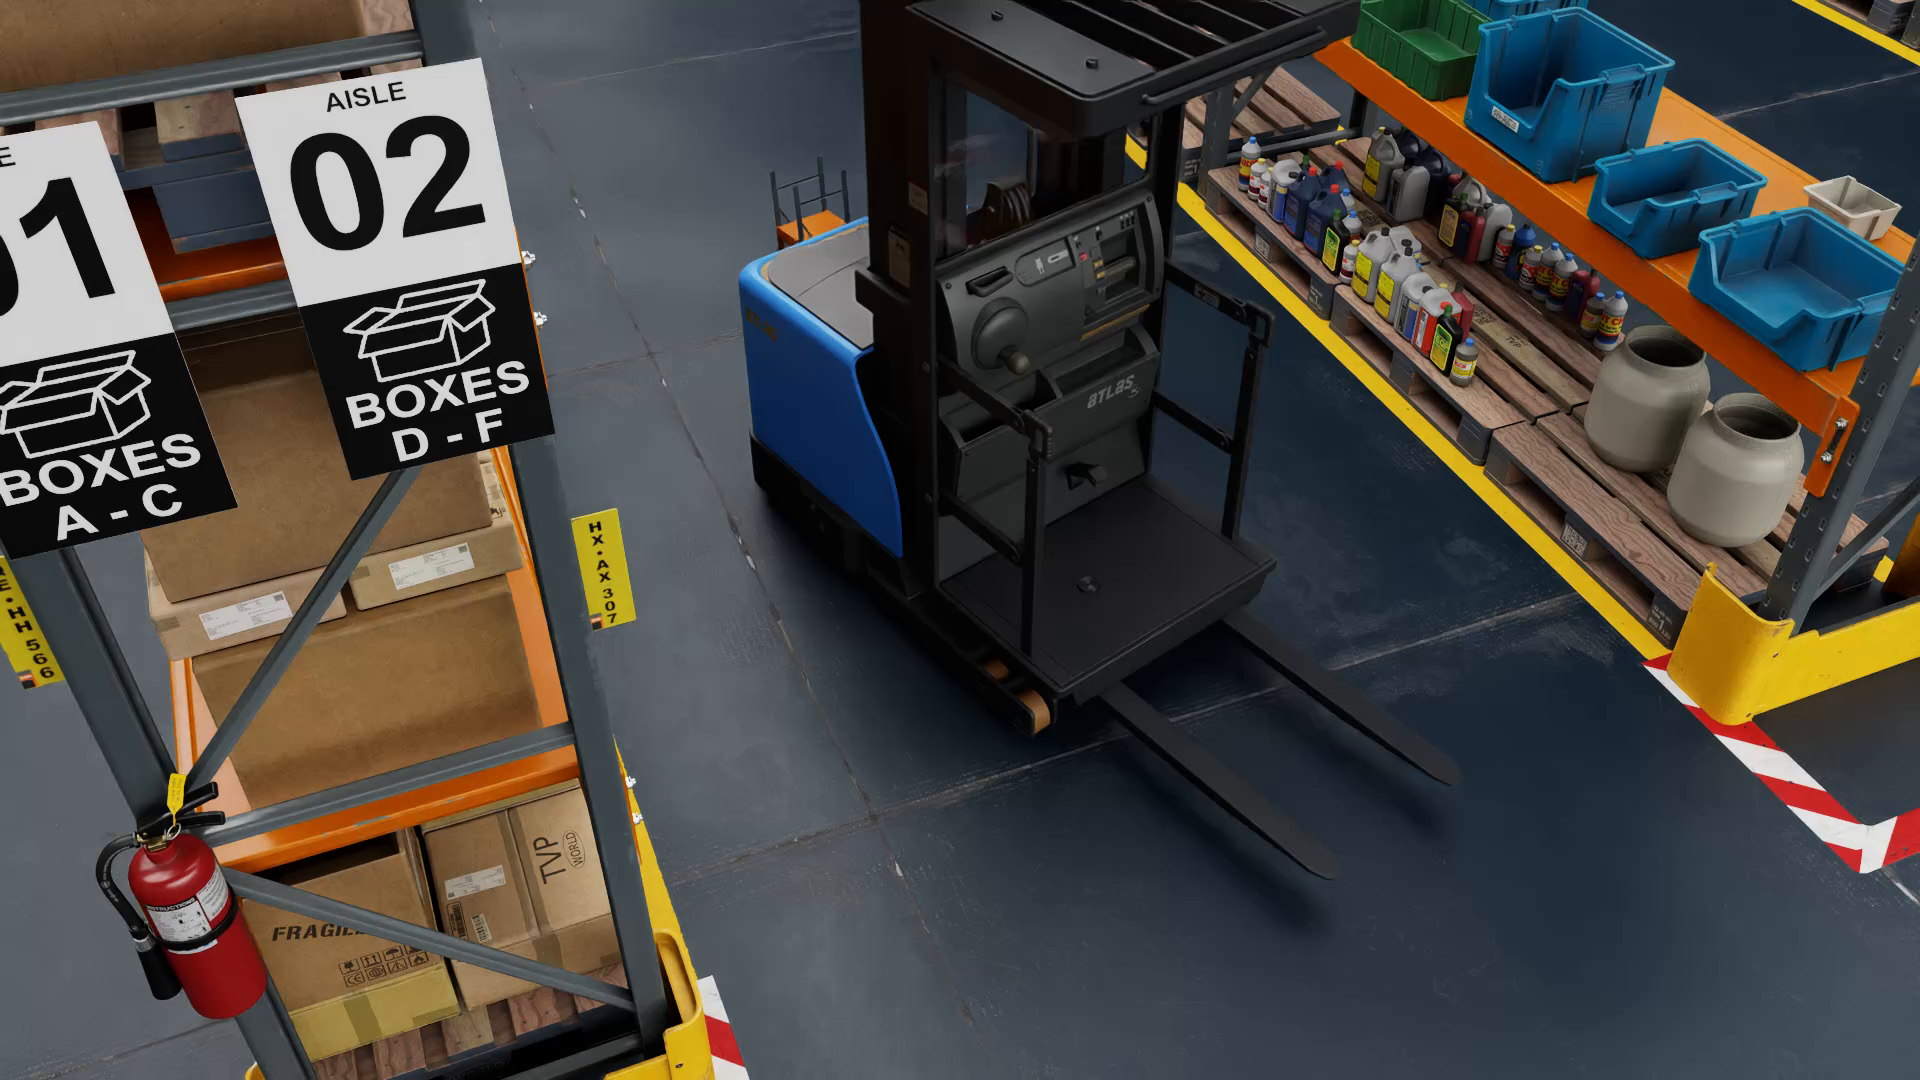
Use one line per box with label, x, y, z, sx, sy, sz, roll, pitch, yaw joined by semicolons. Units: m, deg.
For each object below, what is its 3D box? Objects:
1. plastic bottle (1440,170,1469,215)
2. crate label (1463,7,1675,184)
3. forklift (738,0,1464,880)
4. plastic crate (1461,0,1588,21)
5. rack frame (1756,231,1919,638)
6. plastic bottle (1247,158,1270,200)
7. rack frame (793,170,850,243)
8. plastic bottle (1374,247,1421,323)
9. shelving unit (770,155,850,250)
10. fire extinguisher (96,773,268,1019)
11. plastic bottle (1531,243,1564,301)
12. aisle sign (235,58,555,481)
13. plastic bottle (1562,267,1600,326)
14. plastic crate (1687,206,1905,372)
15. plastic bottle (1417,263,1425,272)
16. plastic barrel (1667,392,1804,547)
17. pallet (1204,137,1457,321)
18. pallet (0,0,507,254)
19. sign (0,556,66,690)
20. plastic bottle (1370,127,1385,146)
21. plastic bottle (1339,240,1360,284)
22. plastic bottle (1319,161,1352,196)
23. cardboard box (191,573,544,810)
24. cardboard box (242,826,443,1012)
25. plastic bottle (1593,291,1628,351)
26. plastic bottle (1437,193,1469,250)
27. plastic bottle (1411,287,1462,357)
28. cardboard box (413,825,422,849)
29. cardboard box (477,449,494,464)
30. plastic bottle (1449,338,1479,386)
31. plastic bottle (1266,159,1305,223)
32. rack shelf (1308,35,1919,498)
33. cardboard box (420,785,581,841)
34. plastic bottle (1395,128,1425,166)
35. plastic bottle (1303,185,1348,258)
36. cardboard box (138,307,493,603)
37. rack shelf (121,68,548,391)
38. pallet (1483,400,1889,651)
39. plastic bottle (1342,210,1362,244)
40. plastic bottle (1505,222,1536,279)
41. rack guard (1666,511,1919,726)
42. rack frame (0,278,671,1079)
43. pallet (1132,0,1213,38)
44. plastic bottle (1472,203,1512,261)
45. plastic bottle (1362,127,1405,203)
plastic bottle;2.440;-1.699;8.172;0.061;0.283;0.133;-12;42;-14
crate label;2.329;-1.727;6.431;0.502;0.435;0.616;-15;43;-17
forklift;0.456;-0.787;5.418;1.130;2.935;3.031;-28;48;-29
plastic crate;2.427;-2.427;7.385;0.499;0.251;0.616;-15;43;-17
rack frame;3.283;-0.672;5.231;1.000;3.000;0.127;-15;43;-17
plastic bottle;1.509;-1.825;8.381;0.097;0.201;0.097;0;41;0
rack frame;-0.526;-0.945;6.908;0.240;1.200;0.006;-25;42;-26
plastic bottle;1.984;-1.173;7.507;0.144;0.351;0.185;-13;42;-15
shelving unit;-0.578;-0.988;6.970;0.258;1.200;0.189;-25;42;-26
fire extinguisher;-1.679;0.778;3.605;0.296;0.674;0.183;-15;43;-17
plastic bottle;2.708;-1.241;7.648;0.097;0.271;0.097;0;41;0
aisle sign;-0.986;-0.461;2.992;0.394;0.787;0.004;-15;43;-17
plastic bottle;2.808;-1.120;7.498;0.061;0.283;0.133;-14;43;-16
plastic crate;2.815;-0.843;5.544;0.499;0.251;0.616;-15;43;-17
plastic bottle;2.079;-1.173;7.622;0.097;0.201;0.097;0;41;0
plastic barrel;2.961;-0.266;6.344;0.421;0.512;0.421;0;41;0
pallet;1.971;-1.610;8.460;1.003;0.211;1.213;-15;43;-17
pallet;-1.541;-0.975;3.351;1.003;0.211;1.213;-15;43;-17
sign;-1.801;0.159;3.194;0.100;0.325;0.005;-15;43;-17
plastic bottle;2.179;-2.047;8.639;0.097;0.201;0.097;0;41;0
plastic bottle;1.837;-1.308;7.779;0.097;0.201;0.097;0;41;0
plastic bottle;1.811;-1.691;8.110;0.144;0.351;0.185;-15;43;-17
cardboard box;-1.461;0.239;4.095;0.700;0.500;0.500;-15;43;-17
cardboard box;-1.775;0.911;4.601;0.500;0.500;0.500;-15;43;-17
plastic bottle;2.877;-0.975;7.338;0.097;0.271;0.097;0;41;0
plastic bottle;2.378;-1.552;8.000;0.061;0.283;0.133;-15;43;-17
plastic bottle;2.104;-0.962;7.320;0.152;0.276;0.135;-15;43;-17
cardboard box;-1.975;0.897;5.193;0.500;0.250;0.500;-15;43;-17
cardboard box;-1.349;-0.171;4.074;0.380;0.149;0.250;-16;43;-18
plastic bottle;2.176;-0.775;7.160;0.097;0.201;0.097;0;41;0
plastic bottle;1.619;-1.727;8.209;0.152;0.276;0.135;-14;43;-15
rack shelf;2.518;-1.604;6.867;1.077;0.370;4.000;-15;43;-17
cardboard box;-1.489;0.766;5.346;0.500;0.250;0.500;-15;43;-17
plastic bottle;2.265;-1.928;8.386;0.144;0.351;0.185;-16;43;-18
plastic bottle;1.750;-1.541;7.936;0.144;0.351;0.185;-17;43;-19
cardboard box;-1.482;-0.285;3.709;0.700;0.500;0.500;-15;43;-17
rack shelf;-2.060;-1.508;4.454;1.077;0.370;4.000;-15;43;-17
pallet;2.905;-0.140;6.751;1.003;0.211;1.213;-15;43;-17
plastic bottle;1.841;-1.432;7.869;0.097;0.271;0.097;0;41;0
plastic bottle;2.630;-1.363;7.790;0.097;0.271;0.097;0;41;0
rack guard;3.211;0.241;6.086;1.175;0.500;0.348;-15;43;-17
rack frame;-1.295;0.561;3.797;1.000;3.000;0.127;-15;43;-17
pallet;0.946;-3.224;10.337;1.003;0.211;1.213;-15;43;-17
plastic bottle;2.521;-1.491;7.935;0.152;0.276;0.135;-14;43;-16
plastic bottle;2.132;-1.892;8.344;0.144;0.351;0.185;-15;43;-17
